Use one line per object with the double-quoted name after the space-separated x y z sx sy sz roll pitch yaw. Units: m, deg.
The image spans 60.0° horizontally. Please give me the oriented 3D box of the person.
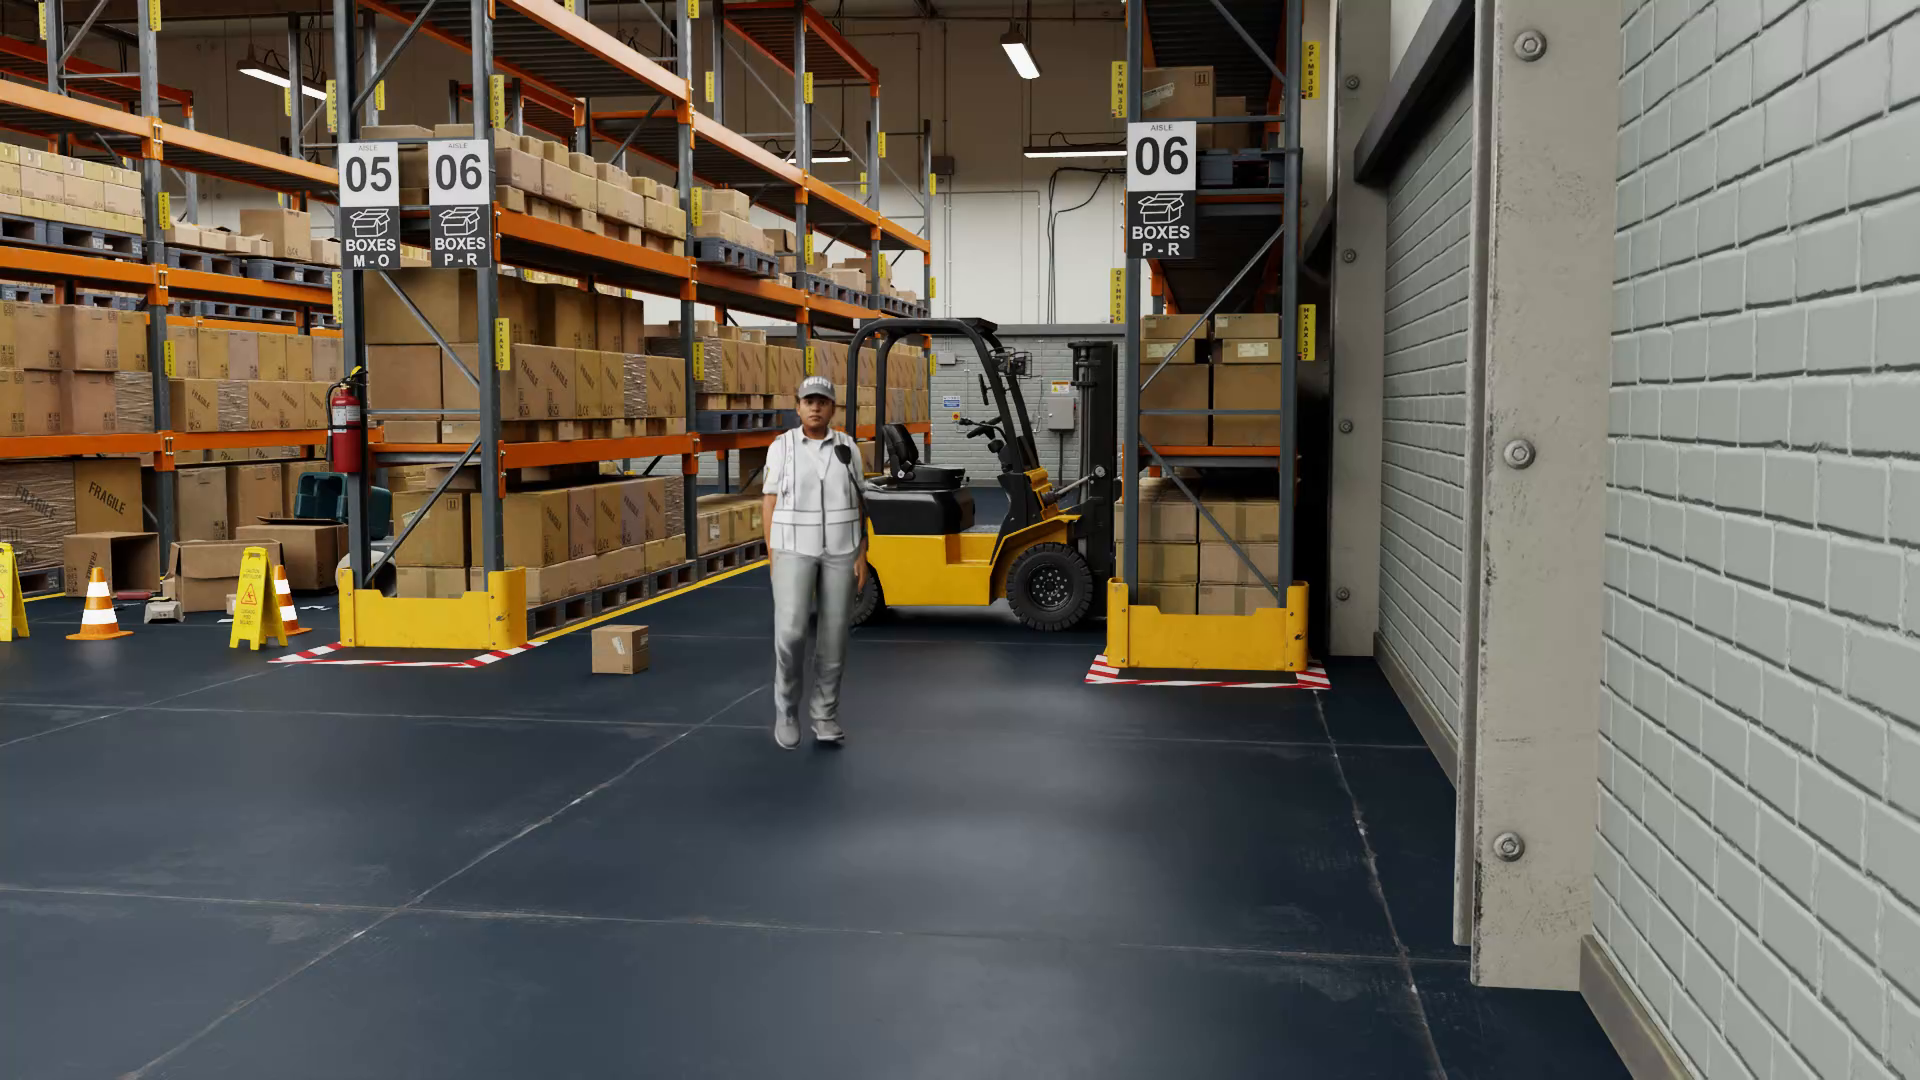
-0.644 0.172 7.514 0.443 1.342 0.438 -1 5 -17 "person"
